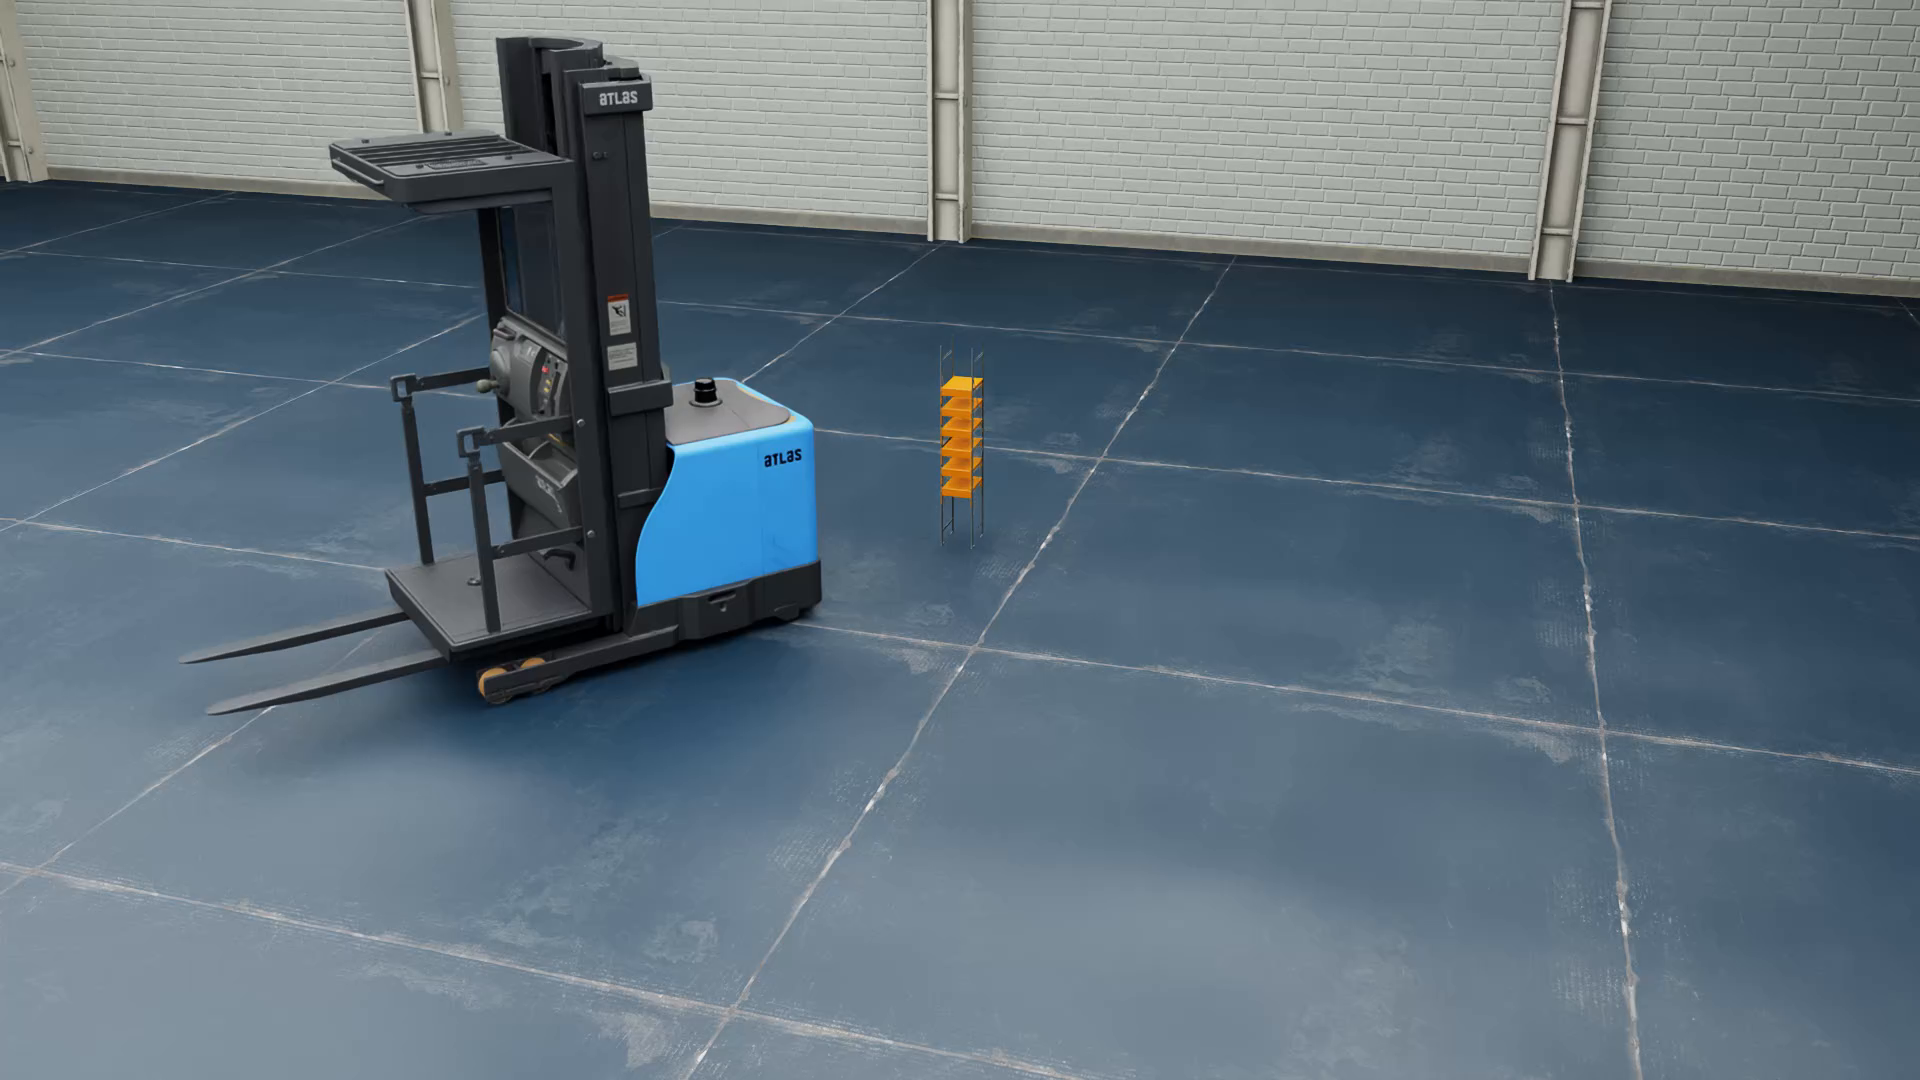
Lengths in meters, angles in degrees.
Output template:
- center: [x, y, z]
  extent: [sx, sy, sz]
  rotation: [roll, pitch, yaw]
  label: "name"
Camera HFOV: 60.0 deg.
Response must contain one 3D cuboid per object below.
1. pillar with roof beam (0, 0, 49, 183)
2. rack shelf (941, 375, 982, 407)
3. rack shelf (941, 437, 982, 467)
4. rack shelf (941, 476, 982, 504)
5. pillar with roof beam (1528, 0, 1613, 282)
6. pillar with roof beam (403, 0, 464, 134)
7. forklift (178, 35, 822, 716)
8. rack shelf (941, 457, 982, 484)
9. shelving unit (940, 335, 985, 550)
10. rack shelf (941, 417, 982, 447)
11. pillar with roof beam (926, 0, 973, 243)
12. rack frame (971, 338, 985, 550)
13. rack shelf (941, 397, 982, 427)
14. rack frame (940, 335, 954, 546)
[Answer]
- center: [-12.839, -7.083, 15.179]
  extent: [0.400, 9.000, 9.100]
  rotation: [7, 23, 16]
  label: "pillar with roof beam"
- center: [0.014, -0.845, 9.419]
  extent: [0.180, 0.103, 0.258]
  rotation: [7, 23, 16]
  label: "rack shelf"
- center: [0.014, -0.512, 9.555]
  extent: [0.180, 0.103, 0.258]
  rotation: [7, 23, 16]
  label: "rack shelf"
- center: [0.014, -0.290, 9.646]
  extent: [0.180, 0.103, 0.258]
  rotation: [7, 23, 16]
  label: "rack shelf"
- center: [4.394, -5.109, 10.369]
  extent: [0.400, 9.000, 9.100]
  rotation: [7, 23, 16]
  label: "pillar with roof beam"
- center: [-7.095, -6.425, 13.576]
  extent: [0.400, 9.000, 9.100]
  rotation: [7, 23, 16]
  label: "pillar with roof beam"
- center: [-2.238, -0.808, 7.877]
  extent: [3.031, 2.935, 1.130]
  rotation: [-14, 26, -31]
  label: "forklift"
- center: [0.014, -0.401, 9.601]
  extent: [0.180, 0.103, 0.258]
  rotation: [7, 23, 16]
  label: "rack shelf"
- center: [0.014, -0.554, 9.538]
  extent: [0.189, 1.200, 0.258]
  rotation: [7, 23, 16]
  label: "shelving unit"
- center: [0.014, -0.623, 9.510]
  extent: [0.180, 0.103, 0.258]
  rotation: [7, 23, 16]
  label: "rack shelf"
- center: [-1.350, -5.767, 11.972]
  extent: [0.400, 9.000, 9.100]
  rotation: [7, 23, 16]
  label: "pillar with roof beam"
- center: [0.101, -0.544, 9.514]
  extent: [0.006, 1.200, 0.240]
  rotation: [7, 23, 16]
  label: "rack frame"
- center: [0.014, -0.734, 9.464]
  extent: [0.180, 0.103, 0.258]
  rotation: [7, 23, 16]
  label: "rack shelf"
- center: [-0.074, -0.564, 9.563]
  extent: [0.006, 1.200, 0.240]
  rotation: [7, 23, 16]
  label: "rack frame"
